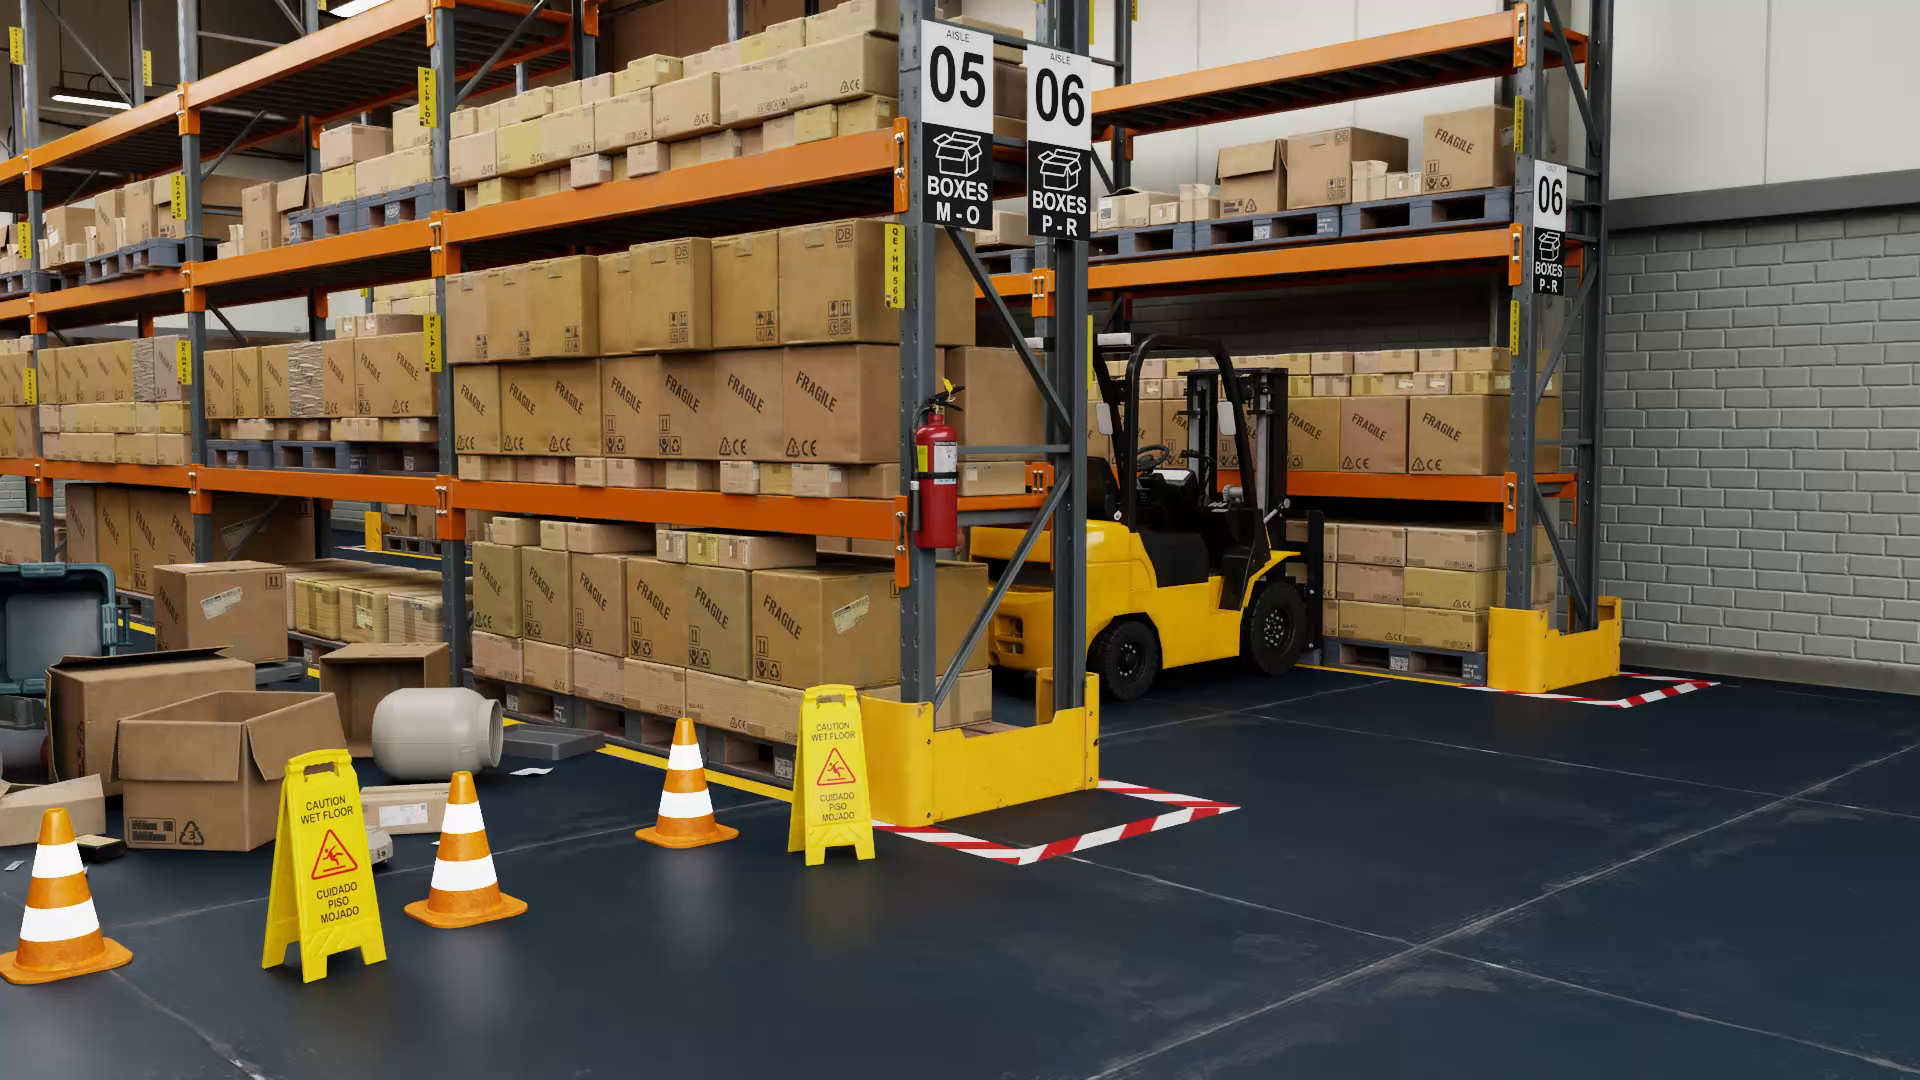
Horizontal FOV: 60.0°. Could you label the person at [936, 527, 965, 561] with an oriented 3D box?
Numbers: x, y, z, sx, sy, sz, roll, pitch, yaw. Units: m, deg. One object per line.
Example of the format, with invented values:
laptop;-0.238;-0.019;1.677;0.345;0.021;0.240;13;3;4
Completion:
person;-0.233;-0.054;11.504;0.595;1.748;0.433;4;5;45
